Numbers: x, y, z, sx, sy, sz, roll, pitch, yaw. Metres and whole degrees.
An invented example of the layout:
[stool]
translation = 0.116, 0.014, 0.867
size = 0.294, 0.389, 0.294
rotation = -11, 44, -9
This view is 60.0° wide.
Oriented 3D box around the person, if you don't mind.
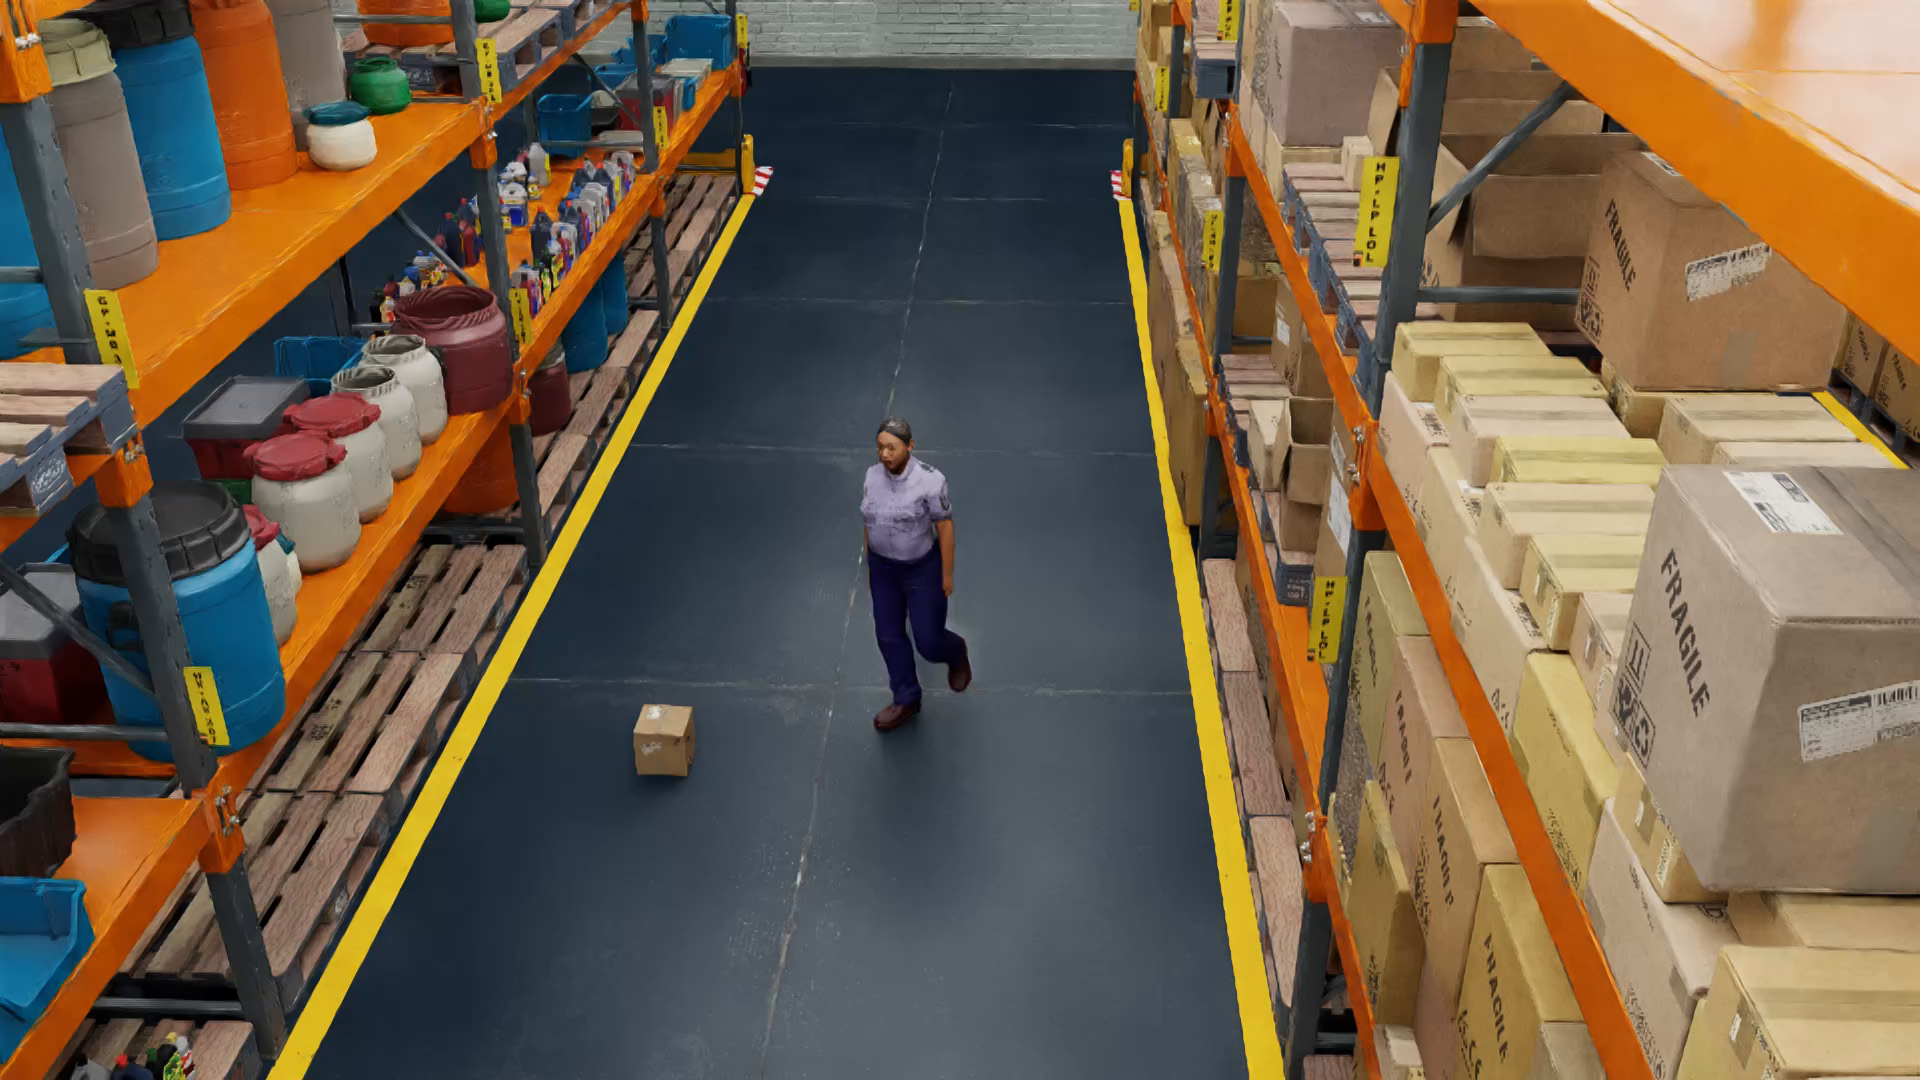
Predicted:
[person]
translation = -0.250, 0.139, 8.355
size = 0.511, 1.629, 0.605
rotation = 15, 32, 26
